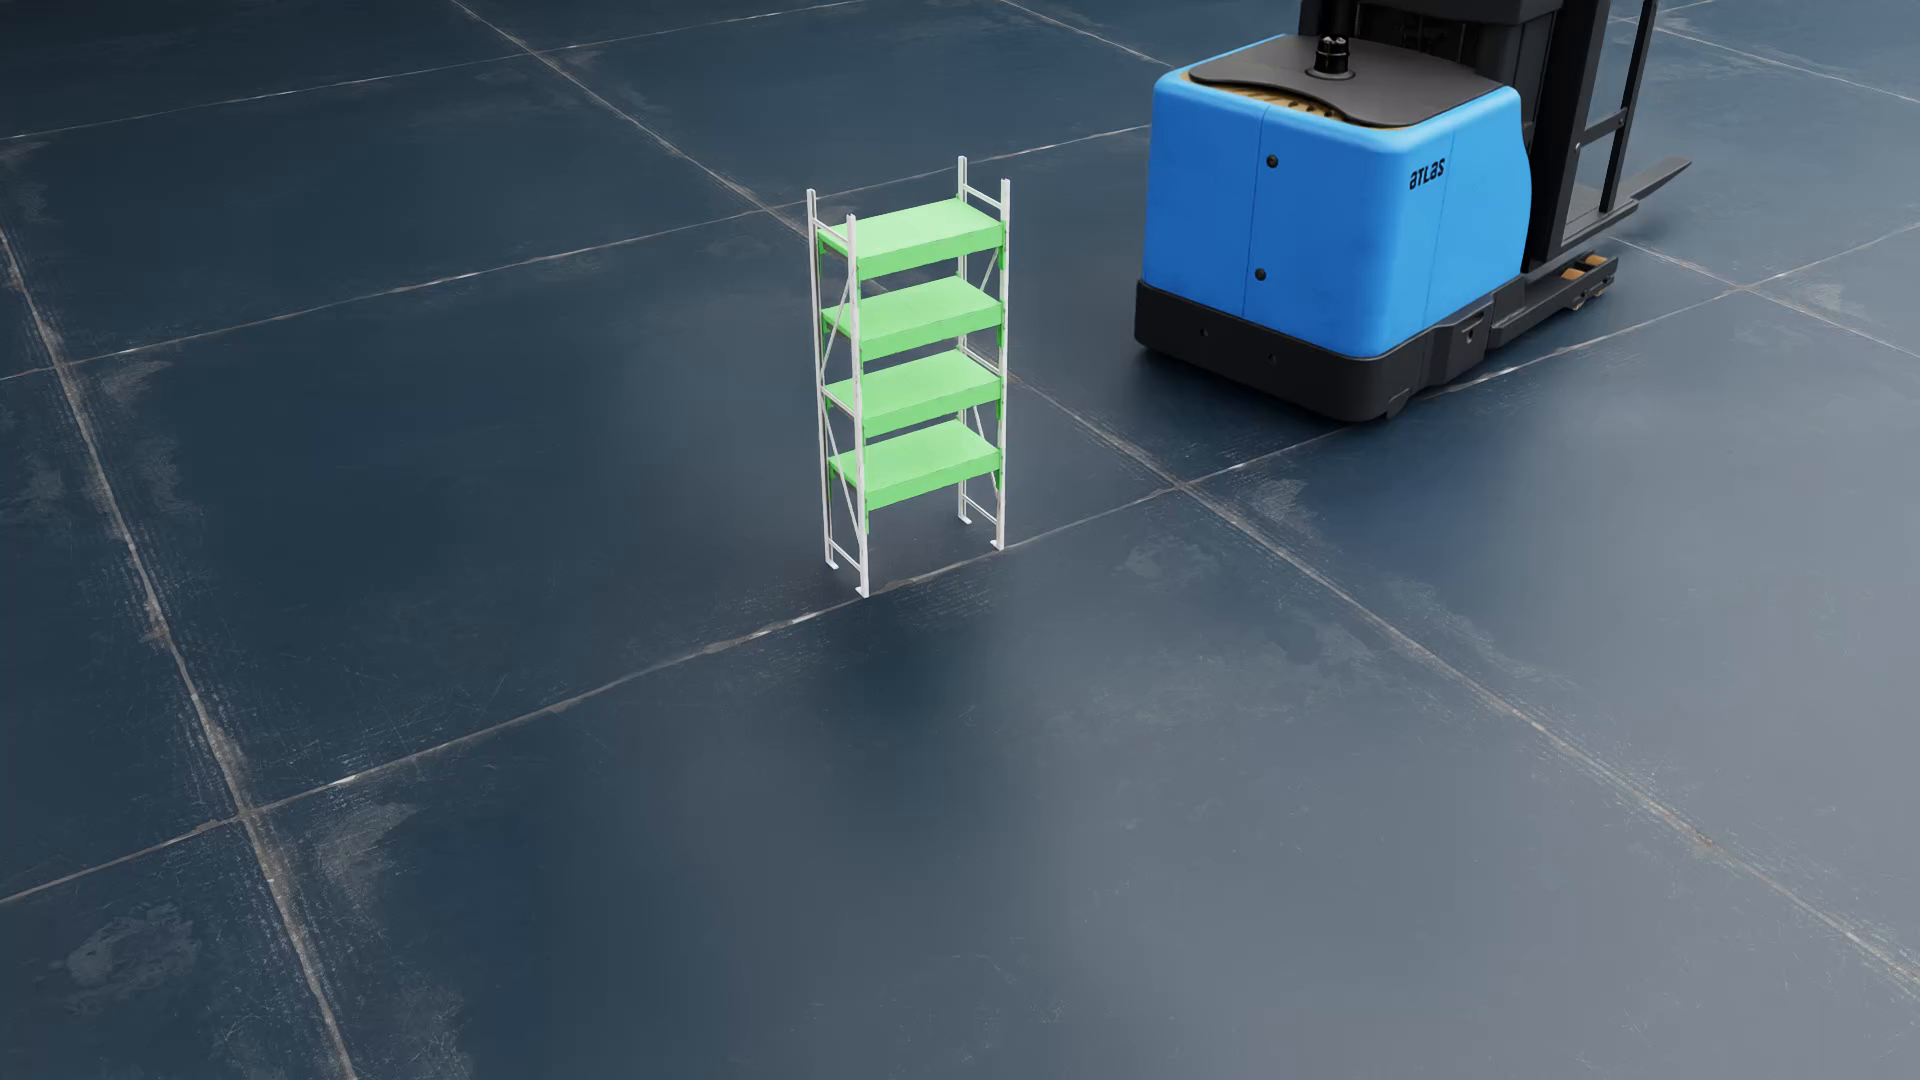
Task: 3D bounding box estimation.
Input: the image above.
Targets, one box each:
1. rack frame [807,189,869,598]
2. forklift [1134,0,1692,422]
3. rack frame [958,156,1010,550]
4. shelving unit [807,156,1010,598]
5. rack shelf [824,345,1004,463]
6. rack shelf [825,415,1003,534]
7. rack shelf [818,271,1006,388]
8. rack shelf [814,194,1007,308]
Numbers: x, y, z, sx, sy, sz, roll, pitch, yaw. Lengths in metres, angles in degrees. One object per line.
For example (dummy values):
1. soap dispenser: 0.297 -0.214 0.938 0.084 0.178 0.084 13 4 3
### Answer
1. rack frame: -0.344 -0.389 4.742 0.015 1.200 0.240 -19 37 -27
2. forklift: 2.051 -2.338 6.208 1.130 2.935 3.031 27 41 36
3. rack frame: 0.066 -0.530 4.966 0.015 1.200 0.240 -19 37 -27
4. shelving unit: -0.139 -0.460 4.854 0.503 1.200 0.258 -19 37 -27
5. rack shelf: -0.139 -0.406 4.888 0.480 0.148 0.258 -19 37 -27
6. rack shelf: -0.139 -0.203 5.016 0.480 0.148 0.258 -19 37 -27
7. rack shelf: -0.139 -0.609 4.760 0.480 0.148 0.258 -19 37 -27
8. rack shelf: -0.139 -0.812 4.632 0.480 0.148 0.258 -19 37 -27
